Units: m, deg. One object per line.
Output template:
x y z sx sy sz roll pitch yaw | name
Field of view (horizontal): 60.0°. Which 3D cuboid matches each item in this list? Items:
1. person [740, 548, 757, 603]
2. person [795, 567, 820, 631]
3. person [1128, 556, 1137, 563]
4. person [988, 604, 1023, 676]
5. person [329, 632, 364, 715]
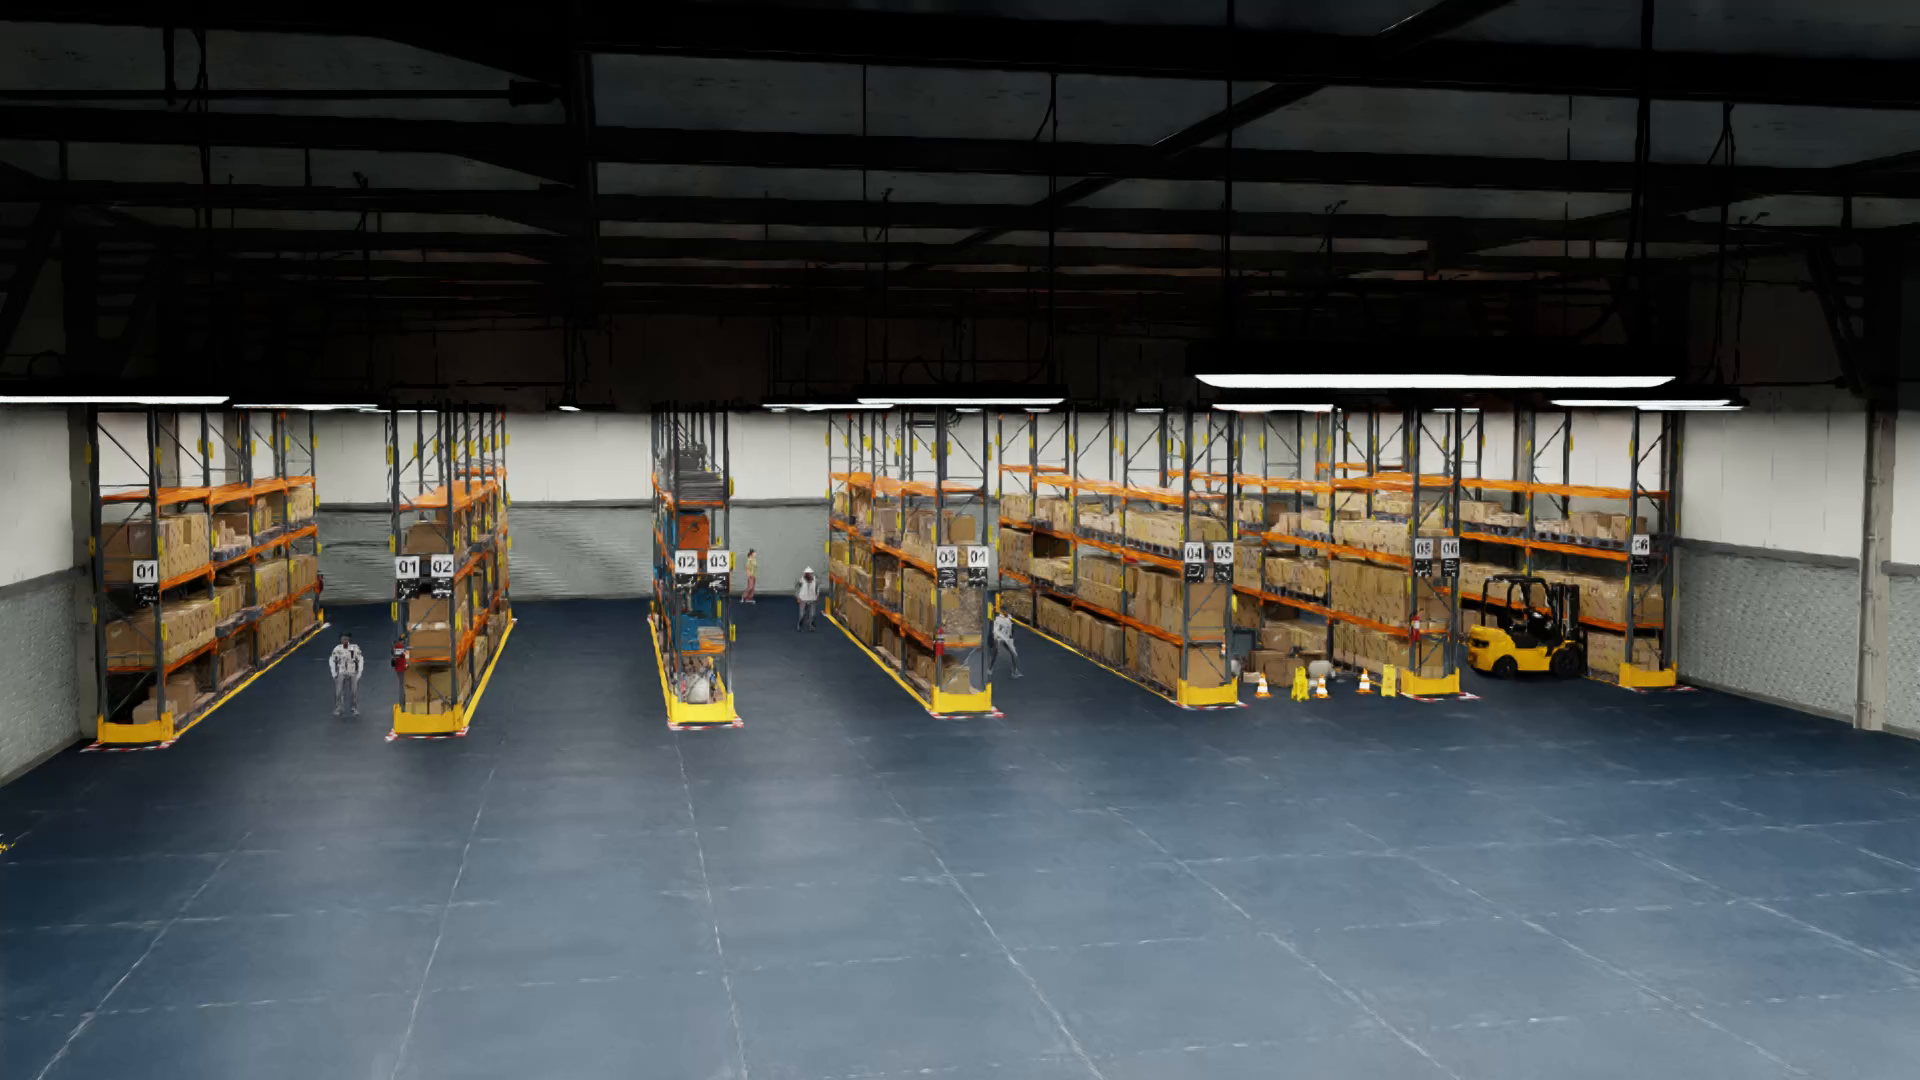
-6.394 1.089 50.315 0.437 1.667 0.623 2 5 22 | person
-4.025 1.554 43.992 0.677 1.726 0.574 -1 4 -13 | person
5.168 1.045 50.566 0.433 1.720 0.658 -4 6 -43 | person
0.936 2.172 36.335 0.638 1.607 0.813 -2 5 -29 | person
-11.670 2.531 31.651 0.639 1.632 0.496 -1 4 -14 | person
